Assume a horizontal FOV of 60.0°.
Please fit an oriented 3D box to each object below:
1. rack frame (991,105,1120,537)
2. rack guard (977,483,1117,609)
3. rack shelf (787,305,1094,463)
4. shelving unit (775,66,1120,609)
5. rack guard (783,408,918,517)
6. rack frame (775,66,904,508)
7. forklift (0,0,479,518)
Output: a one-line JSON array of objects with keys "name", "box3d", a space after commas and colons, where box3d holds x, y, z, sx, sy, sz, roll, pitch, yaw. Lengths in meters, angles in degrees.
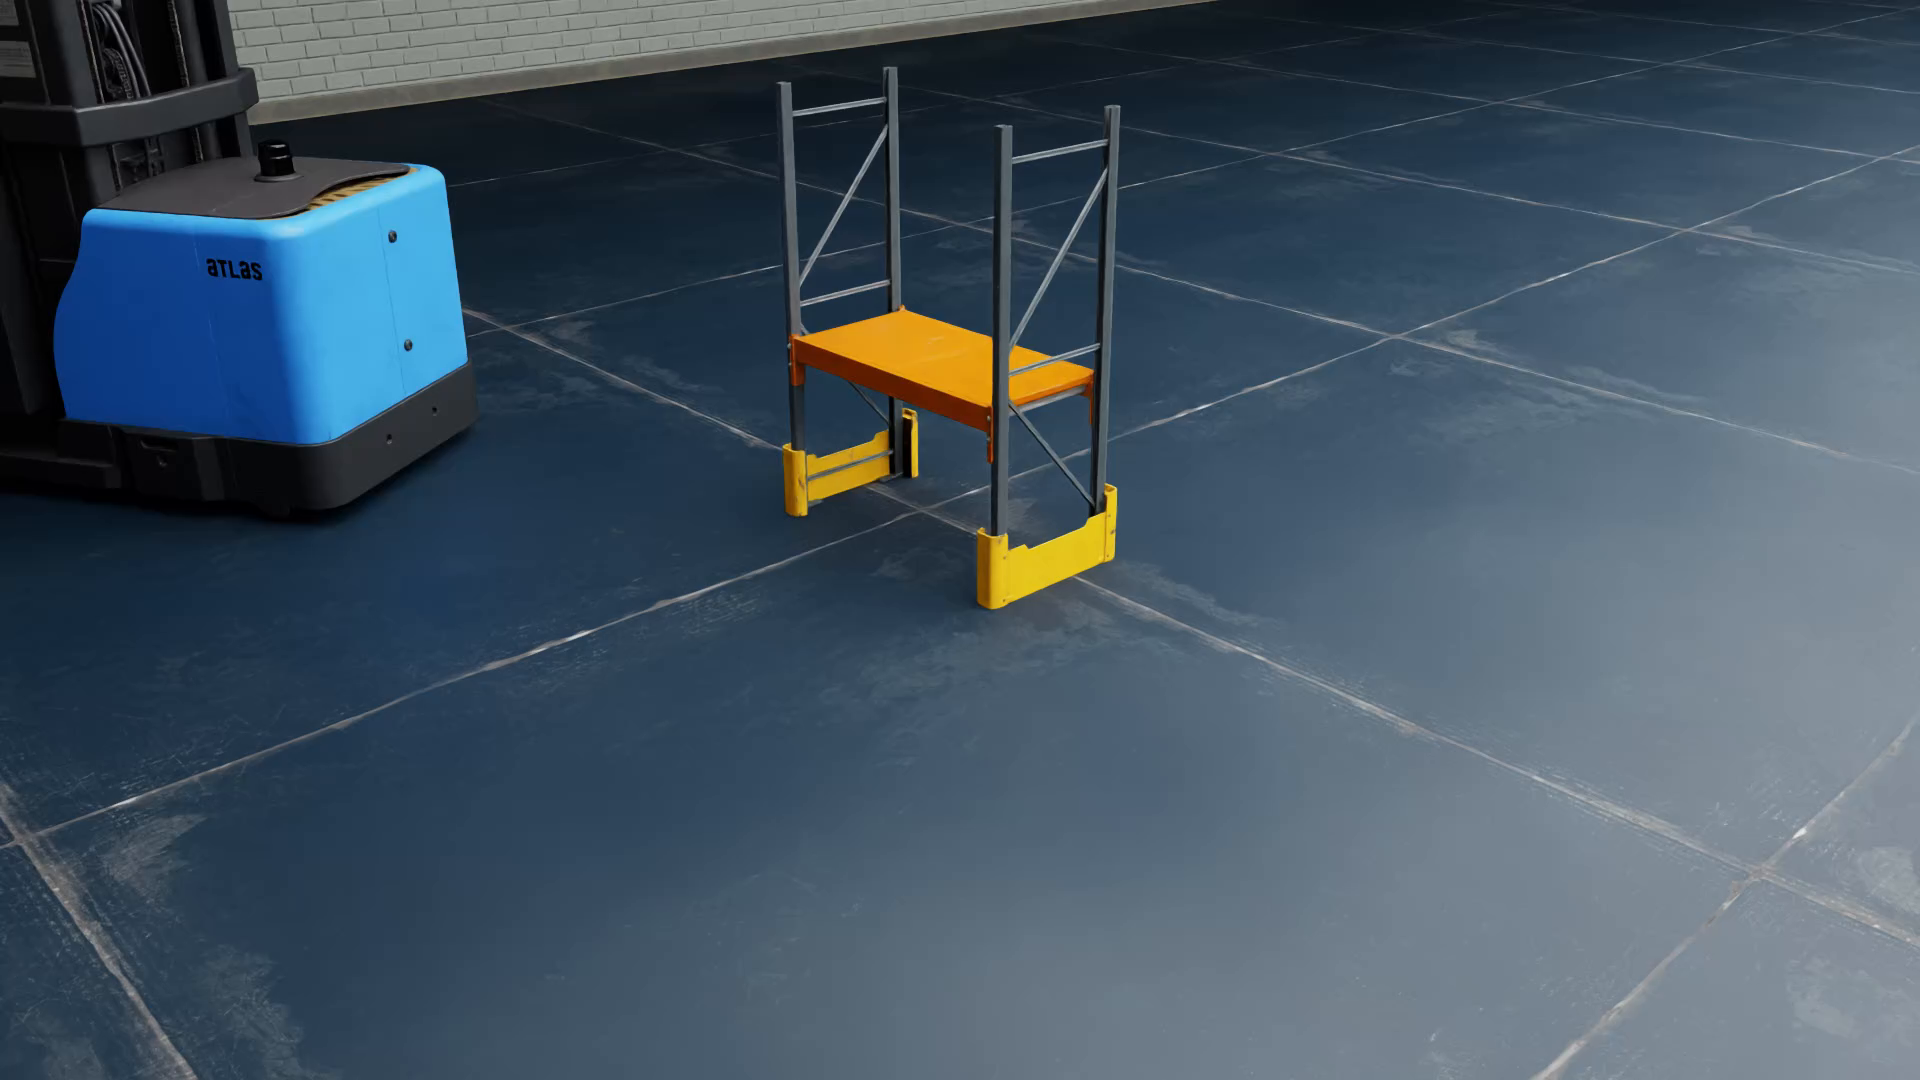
[{"name": "rack frame", "box3d": [0.289, -0.554, 5.158, 0.500, 1.500, 0.032, -21, 32, -38]}, {"name": "rack guard", "box3d": [0.288, 0.014, 5.418, 0.587, 0.250, 0.087, -21, 32, -38]}, {"name": "rack shelf", "box3d": [-0.058, -0.545, 5.570, 0.538, 0.185, 1.000, -21, 32, -38]}, {"name": "shelving unit", "box3d": [-0.052, -0.705, 5.489, 0.587, 1.500, 1.083, -21, 32, -38]}, {"name": "rack guard", "box3d": [-0.392, -0.288, 6.079, 0.587, 0.250, 0.087, -21, 32, -38]}, {"name": "rack frame", "box3d": [-0.406, -0.862, 5.833, 0.500, 1.500, 0.032, -21, 32, -38]}, {"name": "forklift", "box3d": [-3.496, -1.740, 6.033, 3.031, 2.935, 1.130, 7, 25, 14]}]
